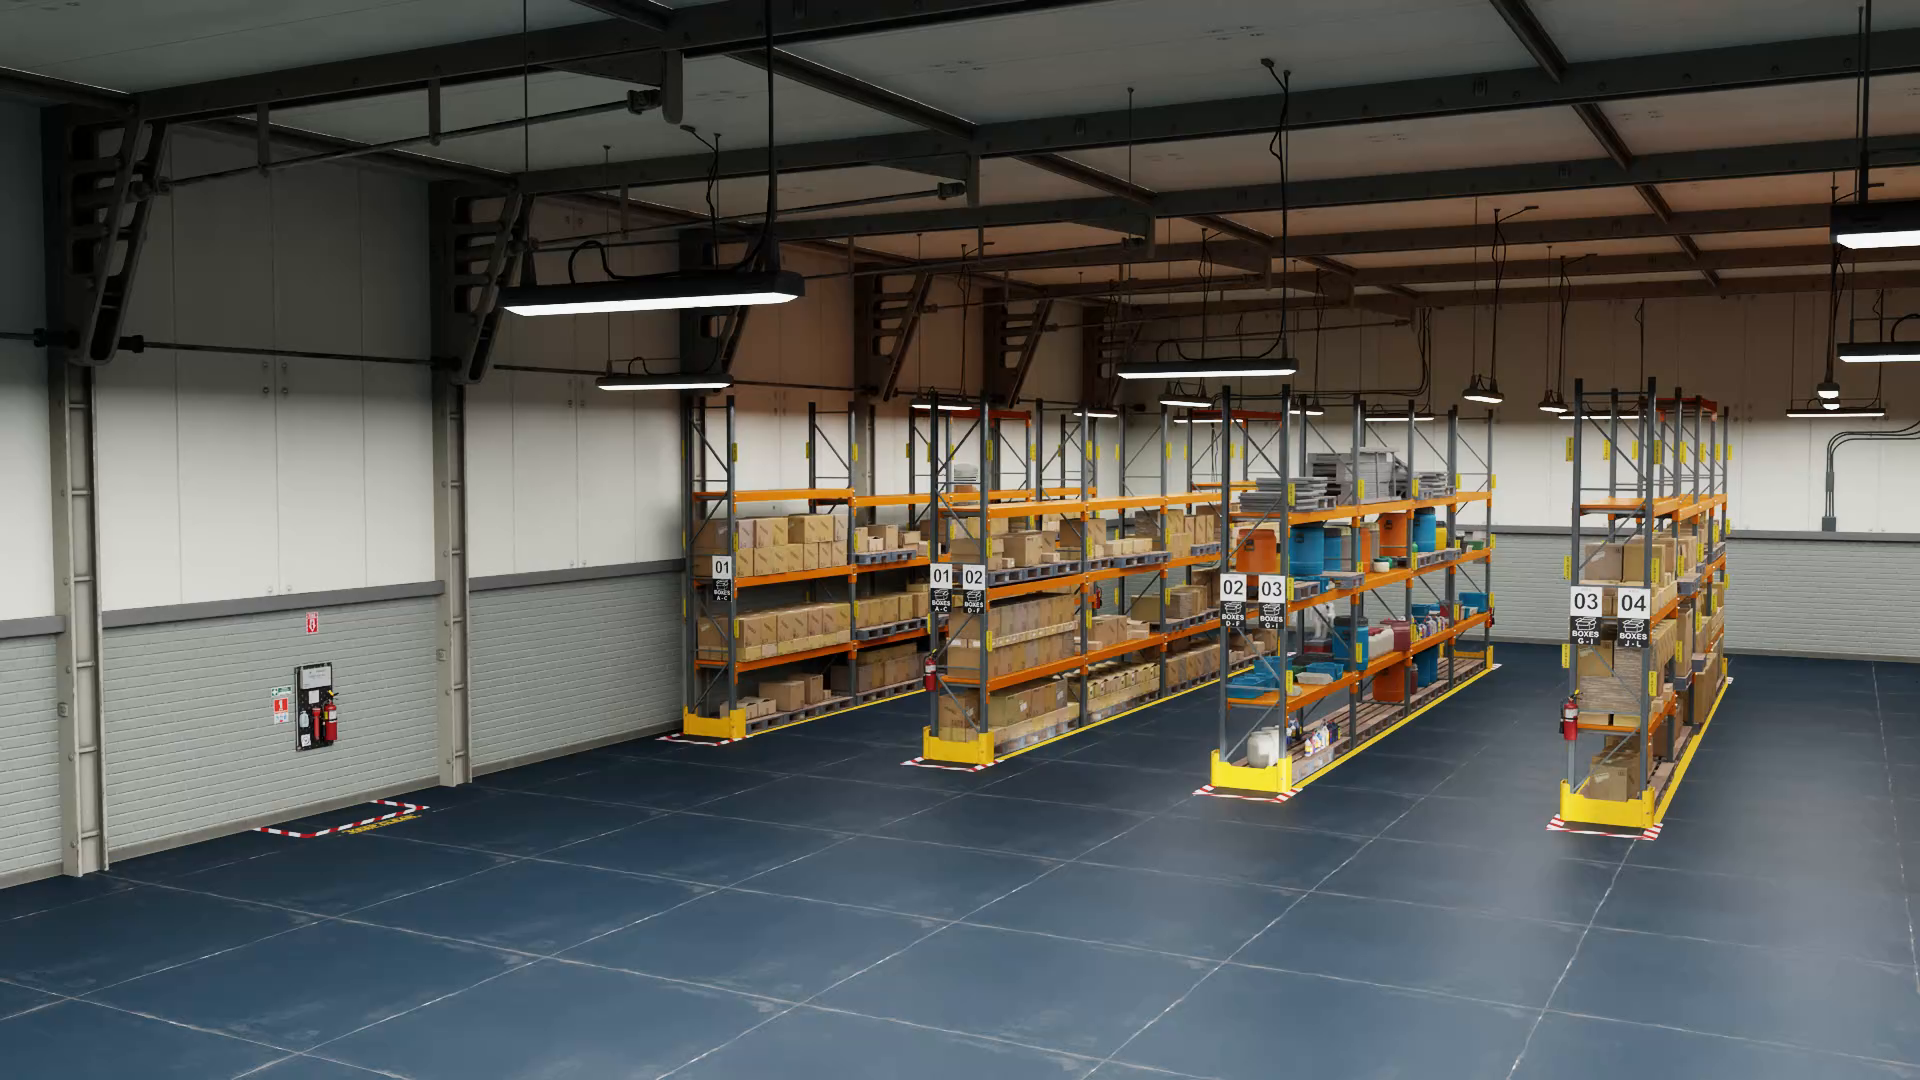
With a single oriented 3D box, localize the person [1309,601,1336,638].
[{"bbox_3d":[8.820,2.045,40.470,0.613,1.656,0.855,0,3,9],"label":"person"}]
